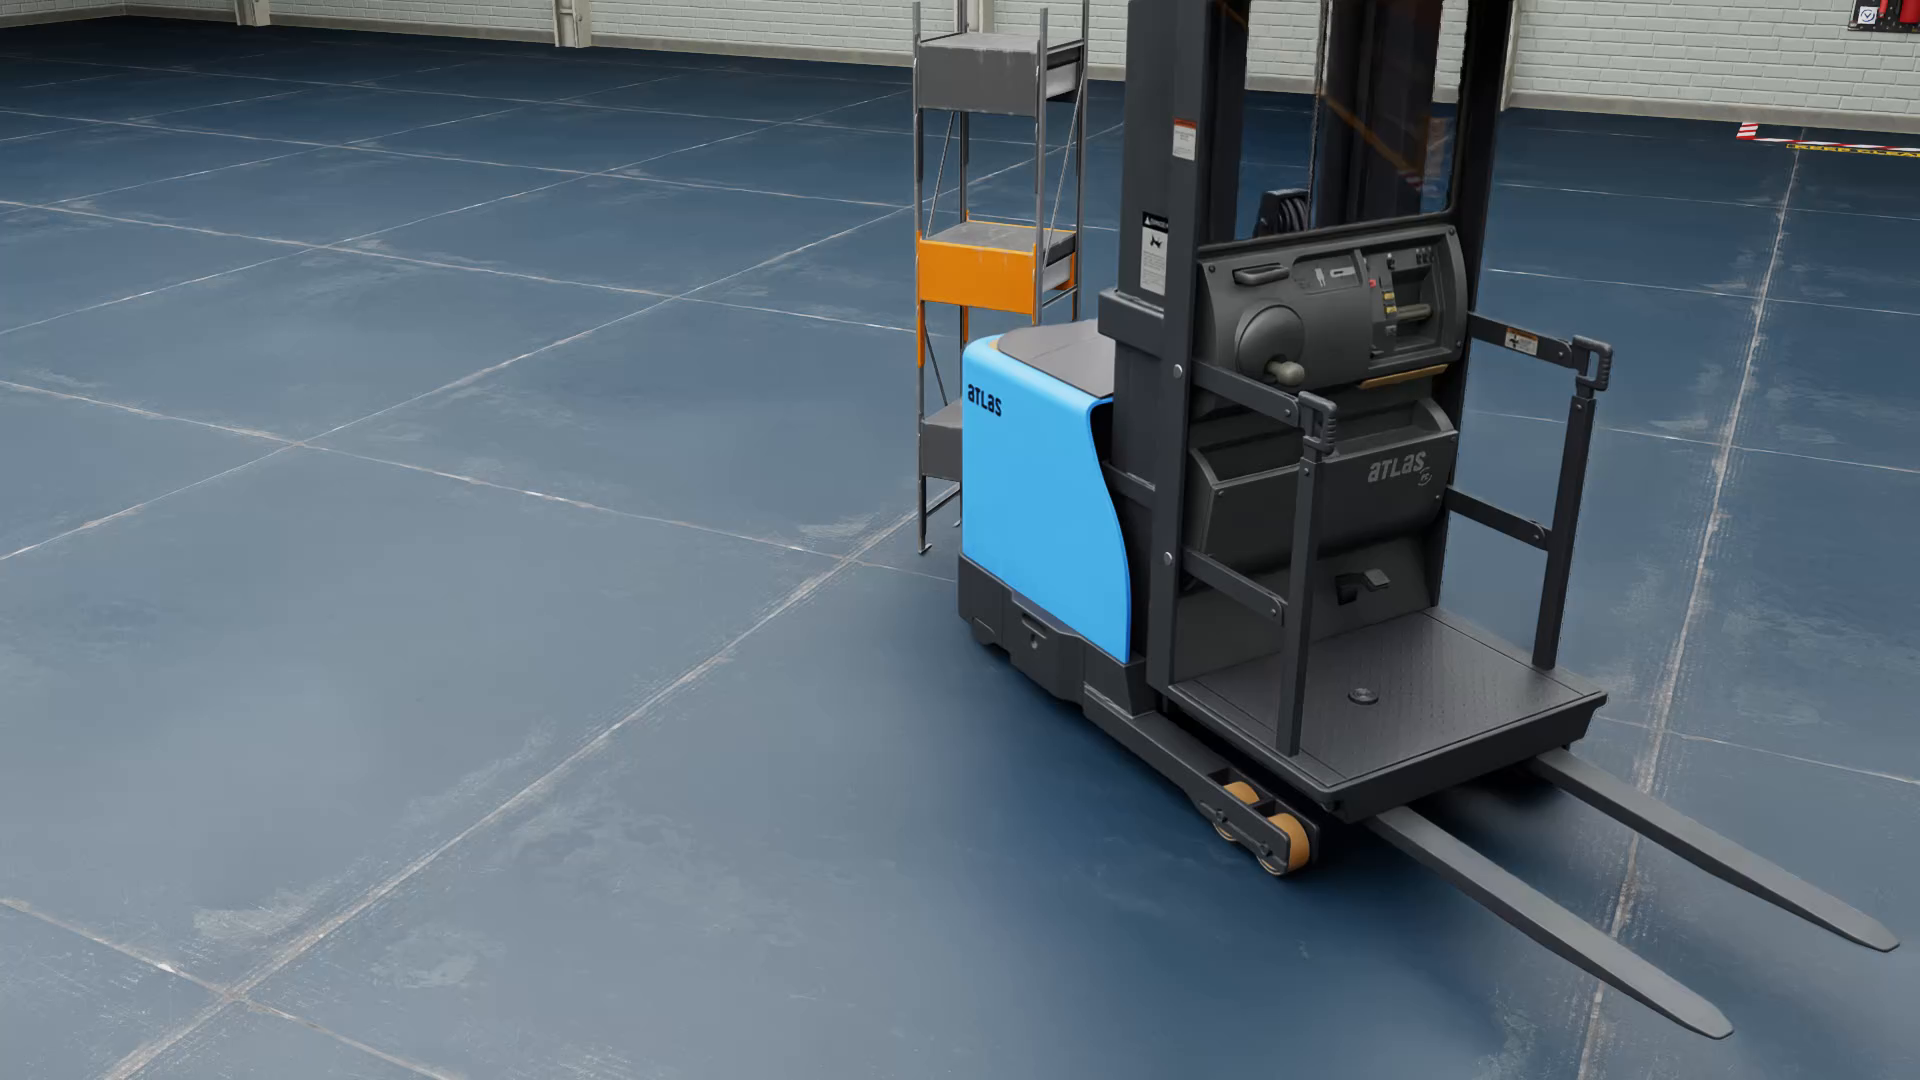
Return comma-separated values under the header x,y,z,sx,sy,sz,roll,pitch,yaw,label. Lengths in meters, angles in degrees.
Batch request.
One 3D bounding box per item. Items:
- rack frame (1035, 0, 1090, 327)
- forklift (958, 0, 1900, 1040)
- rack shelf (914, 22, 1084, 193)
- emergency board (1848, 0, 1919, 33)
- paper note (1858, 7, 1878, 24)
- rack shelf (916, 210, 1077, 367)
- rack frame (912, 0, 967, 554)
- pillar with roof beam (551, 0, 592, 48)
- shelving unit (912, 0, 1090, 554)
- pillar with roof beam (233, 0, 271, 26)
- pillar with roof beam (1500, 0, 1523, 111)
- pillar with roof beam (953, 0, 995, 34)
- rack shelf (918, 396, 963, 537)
x,y,z,sx,sy,sz,roll,pitch,yaw,label
0.365,-0.894,6.169,0.015,2.100,0.400,11,25,25,rack frame
1.173,-0.633,4.493,1.130,2.935,3.031,-13,26,-28,forklift
0.148,-1.569,6.002,0.480,0.518,0.431,11,25,25,rack shelf
8.684,-5.297,15.374,0.643,1.169,0.194,11,25,25,emergency board
8.557,-4.947,15.676,0.142,0.148,0.016,11,25,25,paper note
0.148,-0.924,6.276,0.480,0.518,0.431,11,25,25,rack shelf
-0.070,-0.980,6.372,0.015,2.100,0.400,11,25,25,rack frame
-7.134,-9.283,17.081,0.400,9.000,9.100,11,25,25,pillar with roof beam
0.148,-0.937,6.270,0.503,2.100,0.431,11,25,25,shelving unit
-12.488,-10.343,19.572,0.400,9.000,9.100,11,25,25,pillar with roof beam
3.575,-7.164,12.098,0.400,9.000,9.100,11,25,25,pillar with roof beam
-1.779,-8.224,14.589,0.400,9.000,9.100,11,25,25,pillar with roof beam
0.148,-0.280,6.550,0.480,0.518,0.431,11,25,25,rack shelf
